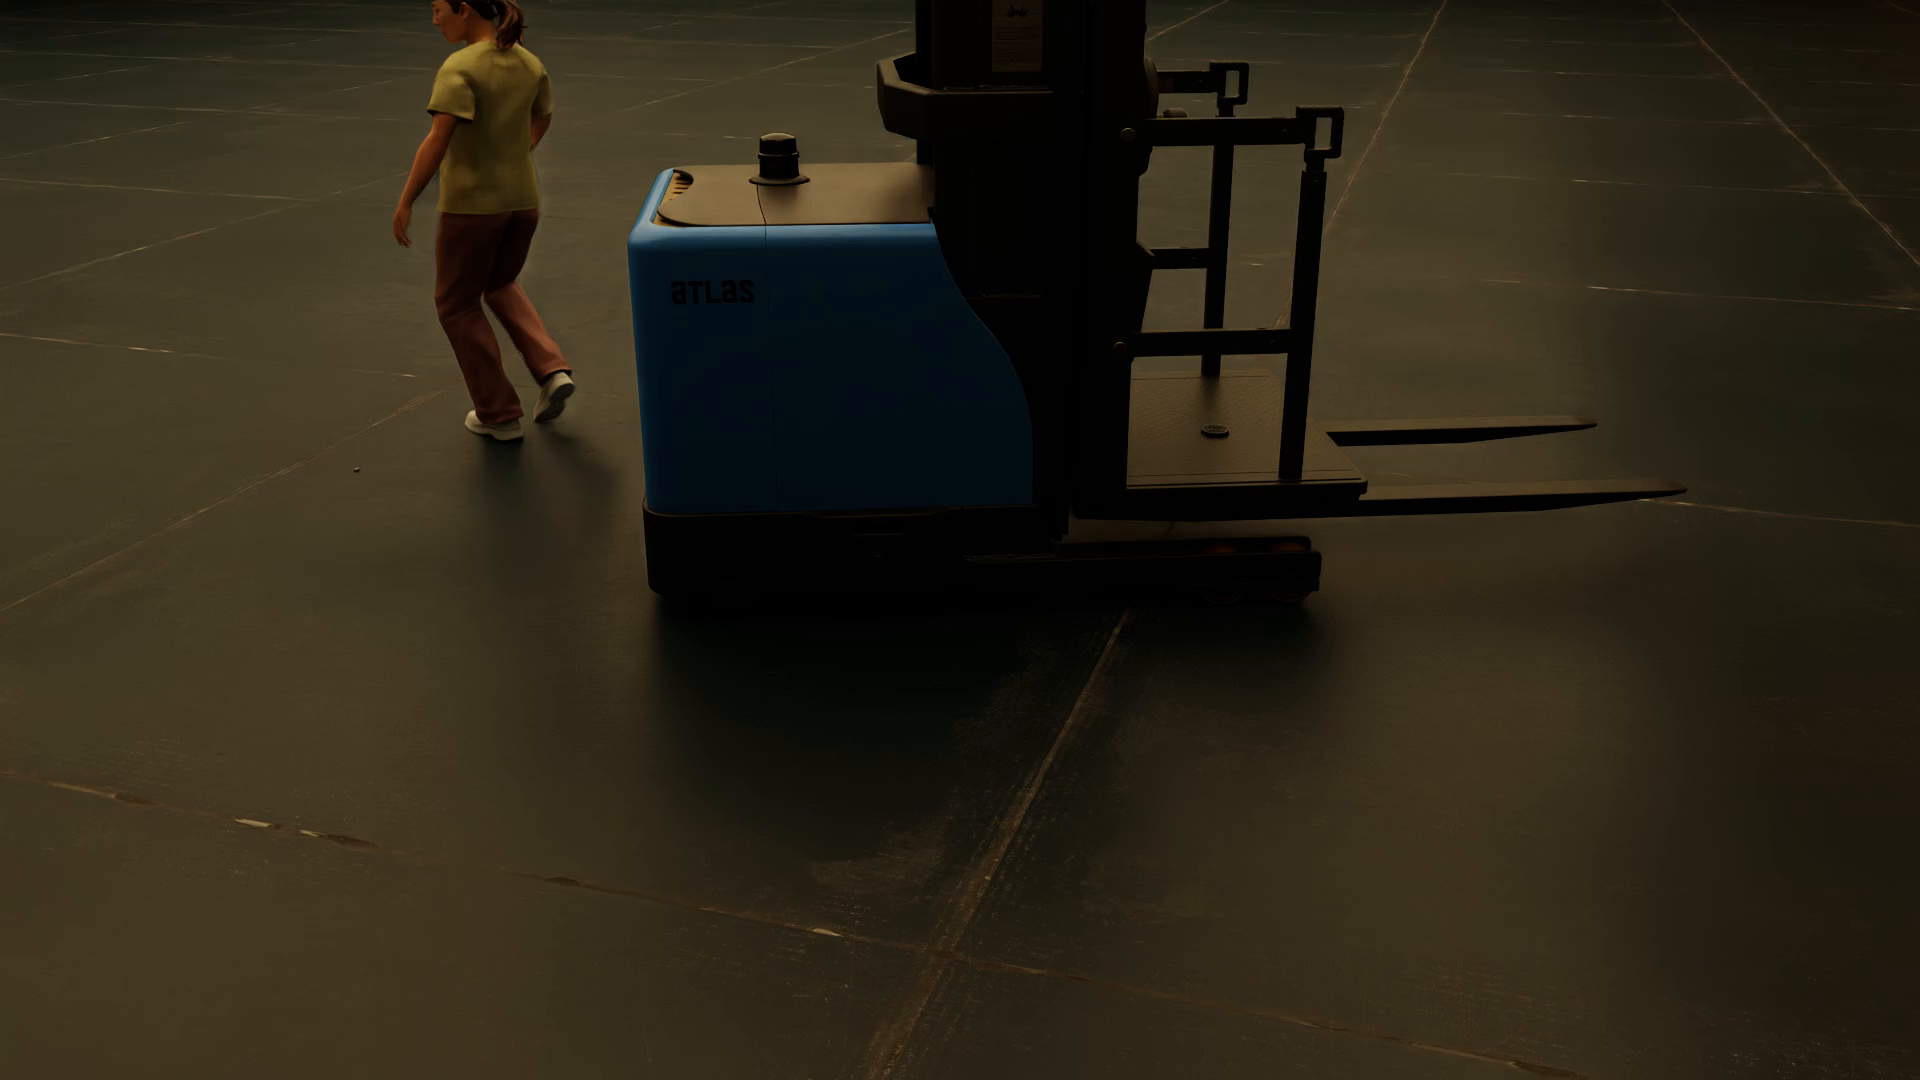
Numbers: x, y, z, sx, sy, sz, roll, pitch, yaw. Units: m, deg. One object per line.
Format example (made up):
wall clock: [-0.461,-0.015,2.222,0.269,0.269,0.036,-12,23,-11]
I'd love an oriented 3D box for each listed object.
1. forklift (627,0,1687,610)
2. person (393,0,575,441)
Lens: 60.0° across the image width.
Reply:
forklift: [0.606,-1.374,4.608,3.031,2.935,1.130,-2,23,-4]
person: [-1.668,-1.127,5.704,0.463,1.644,0.692,16,27,34]
